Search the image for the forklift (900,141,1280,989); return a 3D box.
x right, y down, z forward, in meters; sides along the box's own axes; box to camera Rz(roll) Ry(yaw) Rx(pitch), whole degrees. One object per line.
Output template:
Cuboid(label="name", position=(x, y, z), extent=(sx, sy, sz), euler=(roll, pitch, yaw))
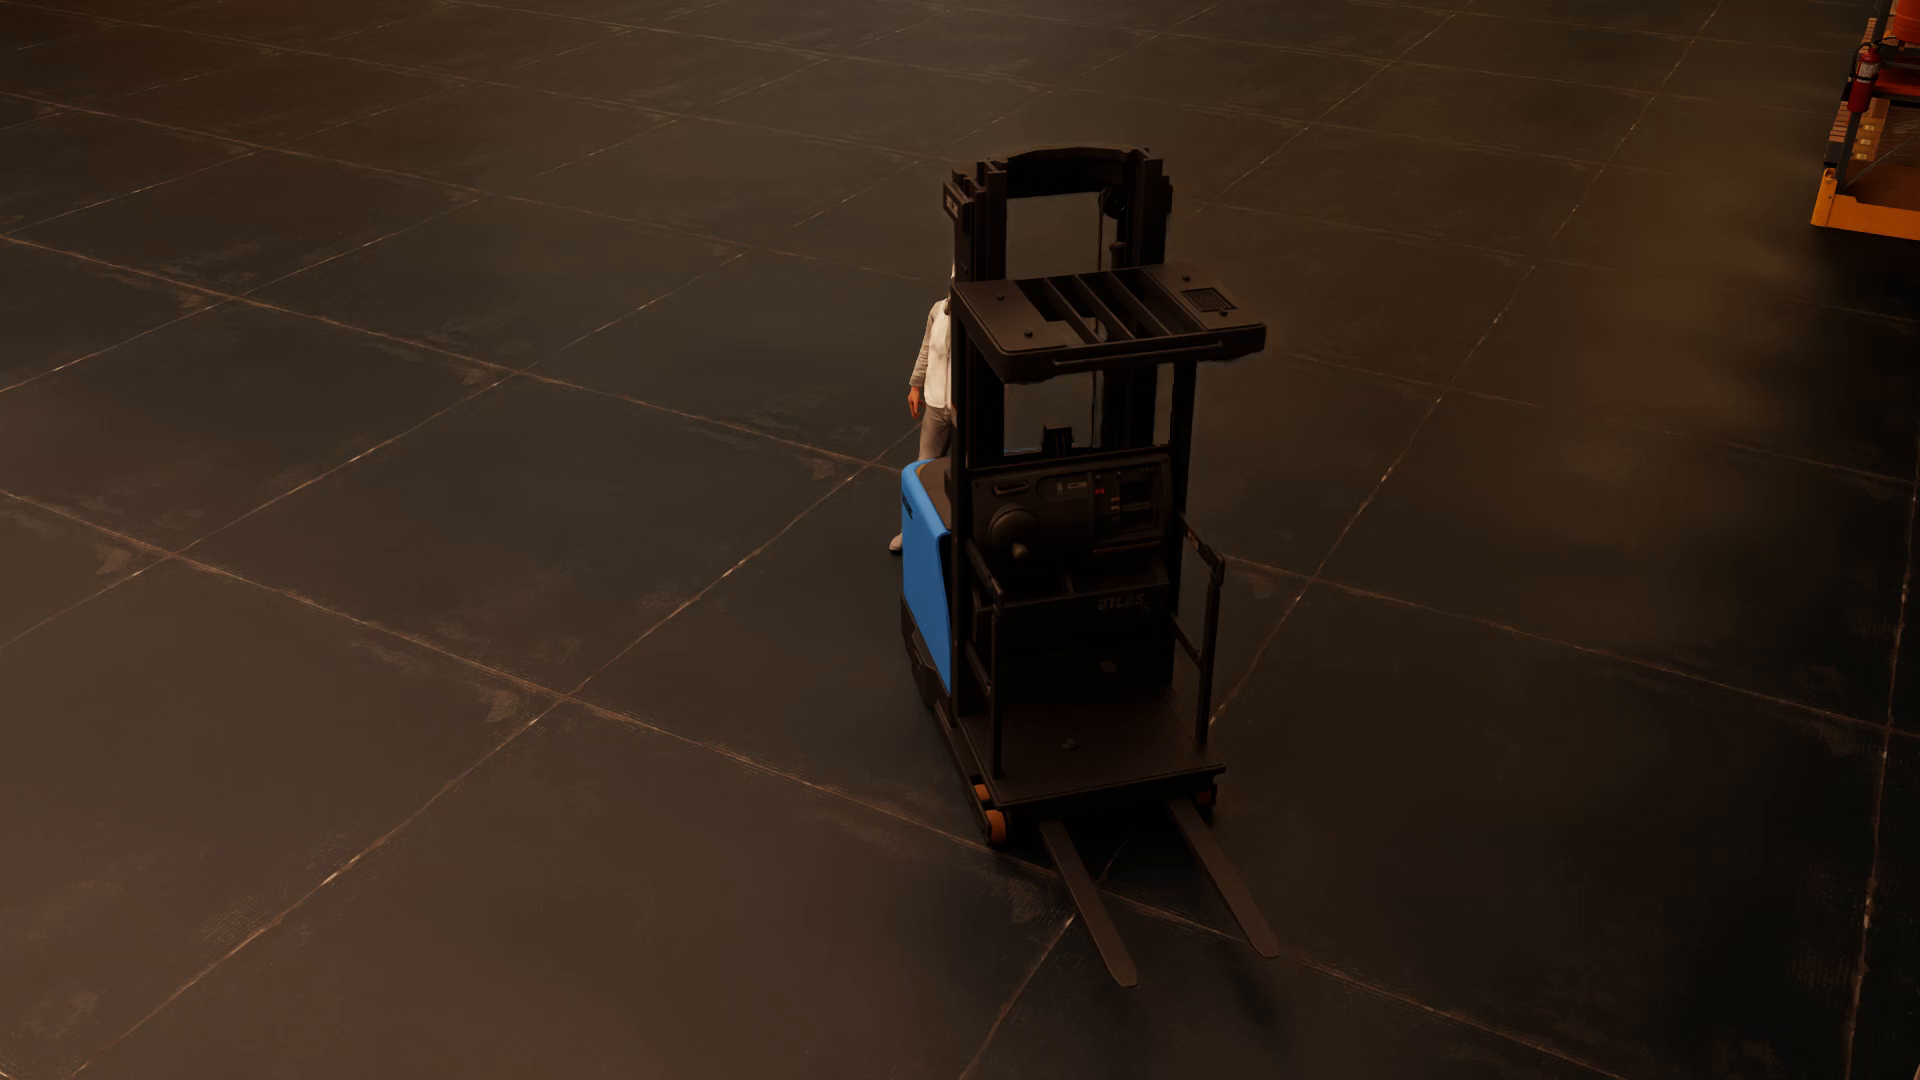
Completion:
Cuboid(label="forklift", position=(0.563, -0.095, 7.235), extent=(1.130, 2.935, 3.031), euler=(-8, 31, -13))

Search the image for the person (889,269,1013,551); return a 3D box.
Cuboid(label="person", position=(-0.037, -0.749, 9.512), extent=(0.632, 1.773, 0.567), euler=(15, 33, 25))
